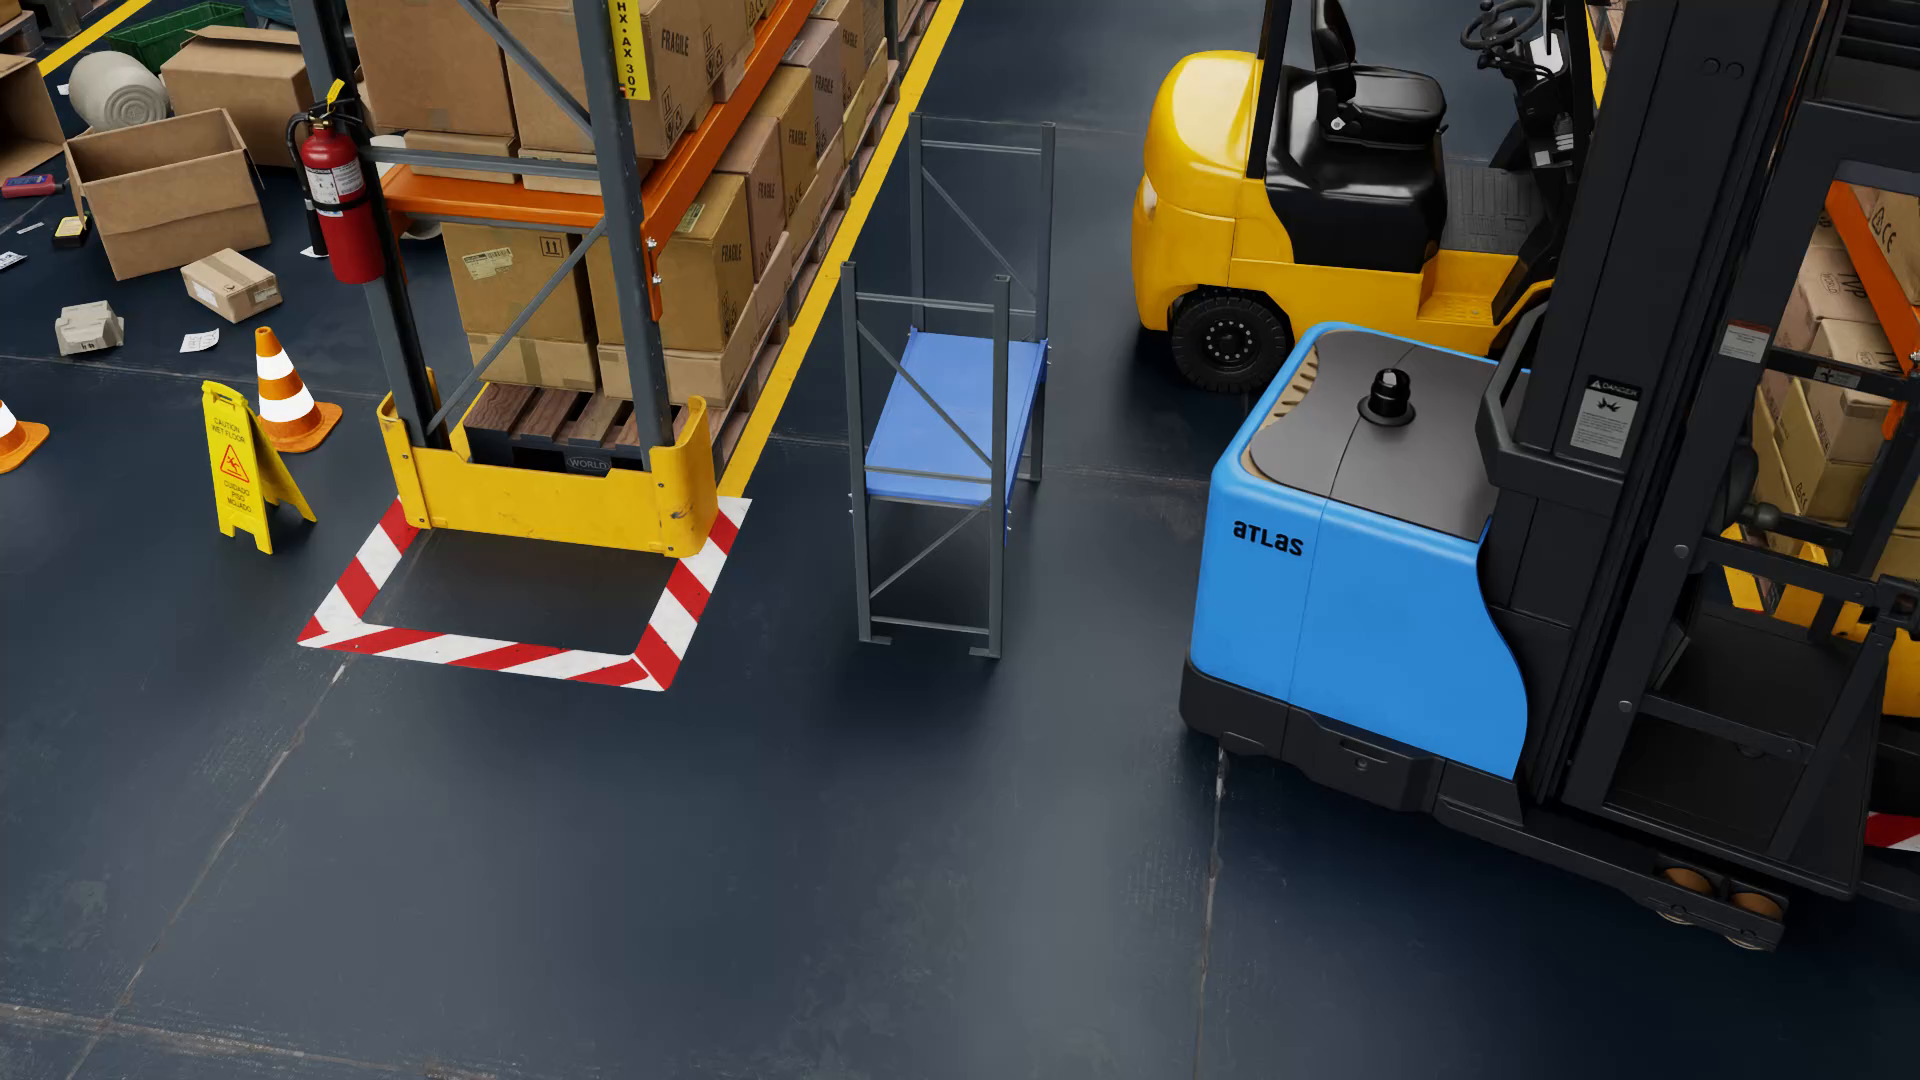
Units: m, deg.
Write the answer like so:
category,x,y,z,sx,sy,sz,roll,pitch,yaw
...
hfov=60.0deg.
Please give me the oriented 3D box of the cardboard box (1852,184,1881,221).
category,x,y,z,sx,sy,sz,roll,pitch,yaw
cardboard box,3.281,-1.363,5.467,0.500,0.500,0.500,8,40,9

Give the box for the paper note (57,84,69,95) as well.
category,x,y,z,sx,sy,sz,roll,pitch,yaw
paper note,-4.959,-2.534,9.291,0.147,0.020,0.142,-20,44,-23

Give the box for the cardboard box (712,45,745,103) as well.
category,x,y,z,sx,sy,sz,roll,pitch,yaw
cardboard box,-1.027,-1.773,6.237,0.380,0.149,0.250,7,40,8

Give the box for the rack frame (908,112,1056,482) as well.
category,x,y,z,sx,sy,sz,roll,pitch,yaw
rack frame,0.073,-0.844,6.093,0.500,1.500,0.032,6,40,8

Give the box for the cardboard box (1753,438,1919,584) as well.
category,x,y,z,sx,sy,sz,roll,pitch,yaw
cardboard box,3.125,-0.094,5.838,0.500,0.250,0.500,7,40,8

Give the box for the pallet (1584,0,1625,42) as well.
category,x,y,z,sx,sy,sz,roll,pitch,yaw
pallet,4.345,-3.333,10.115,1.003,0.211,1.213,6,40,8

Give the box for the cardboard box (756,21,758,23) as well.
category,x,y,z,sx,sy,sz,roll,pitch,yaw
cardboard box,-1.029,-2.111,6.647,0.380,0.149,0.250,8,40,9

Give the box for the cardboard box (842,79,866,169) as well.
category,x,y,z,sx,sy,sz,roll,pitch,yaw
cardboard box,-0.762,-2.084,8.245,0.500,0.250,0.500,5,40,6

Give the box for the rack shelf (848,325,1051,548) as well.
category,x,y,z,sx,sy,sz,roll,pitch,yaw
rack shelf,-0.015,-0.386,5.822,0.538,0.185,1.000,6,40,8

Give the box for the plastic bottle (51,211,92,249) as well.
category,x,y,z,sx,sy,sz,roll,pitch,yaw
plastic bottle,-4.276,-1.503,8.020,0.133,0.061,0.283,-6,40,-8

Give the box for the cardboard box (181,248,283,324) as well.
category,x,y,z,sx,sy,sz,roll,pitch,yaw
cardboard box,-3.297,-1.154,7.529,0.380,0.149,0.250,28,47,30

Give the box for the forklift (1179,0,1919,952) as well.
category,x,y,z,sx,sy,sz,roll,pitch,yaw
forklift,2.267,-0.335,4.355,3.031,2.935,1.130,18,43,21

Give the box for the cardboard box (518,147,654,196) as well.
category,x,y,z,sx,sy,sz,roll,pitch,yaw
cardboard box,-1.272,-1.301,5.667,0.380,0.149,0.250,7,40,8

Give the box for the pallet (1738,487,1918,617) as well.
category,x,y,z,sx,sy,sz,roll,pitch,yaw
pallet,3.446,-0.072,6.172,1.003,0.211,1.213,6,40,8

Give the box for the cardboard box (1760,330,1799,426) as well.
category,x,y,z,sx,sy,sz,roll,pitch,yaw
cardboard box,3.229,-0.611,6.071,0.500,0.250,0.500,6,40,7

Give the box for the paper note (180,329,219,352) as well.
category,x,y,z,sx,sy,sz,roll,pitch,yaw
paper note,-3.331,-0.876,7.286,0.148,0.019,0.142,-6,40,-8

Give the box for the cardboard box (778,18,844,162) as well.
category,x,y,z,sx,sy,sz,roll,pitch,yaw
cardboard box,-0.854,-2.068,7.638,0.500,0.500,0.500,8,40,10

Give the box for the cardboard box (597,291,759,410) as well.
category,x,y,z,sx,sy,sz,roll,pitch,yaw
cardboard box,-1.122,-0.785,6.674,0.500,0.250,0.500,6,40,7

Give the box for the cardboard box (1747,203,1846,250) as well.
category,x,y,z,sx,sy,sz,roll,pitch,yaw
cardboard box,3.288,-1.112,6.285,0.500,0.250,0.500,7,40,8

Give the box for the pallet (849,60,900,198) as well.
category,x,y,z,sx,sy,sz,roll,pitch,yaw
pallet,-0.923,-2.218,8.767,1.003,0.211,1.213,6,40,8

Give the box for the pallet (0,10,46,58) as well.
category,x,y,z,sx,sy,sz,roll,pitch,yaw
pallet,-5.943,-2.657,9.298,1.003,0.211,1.213,6,40,8

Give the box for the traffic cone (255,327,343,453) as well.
category,x,y,z,sx,sy,sz,roll,pitch,yaw
traffic cone,-2.730,-0.642,6.663,0.336,0.463,0.334,6,40,8

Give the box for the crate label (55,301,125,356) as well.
category,x,y,z,sx,sy,sz,roll,pitch,yaw
crate label,-3.807,-0.926,7.262,0.250,0.136,0.298,-13,41,-15

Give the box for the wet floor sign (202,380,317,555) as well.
category,x,y,z,sx,sy,sz,roll,pitch,yaw
wet floor sign,-2.621,-0.299,6.105,0.267,0.644,0.232,20,44,23

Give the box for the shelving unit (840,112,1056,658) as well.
category,x,y,z,sx,sy,sz,roll,pitch,yaw
shelving unit,-0.015,-0.524,5.707,0.538,1.500,1.048,6,40,8

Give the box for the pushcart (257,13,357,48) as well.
category,x,y,z,sx,sy,sz,roll,pitch,yaw
pushcart,-3.096,-2.927,9.494,1.648,0.377,0.936,-6,40,-8

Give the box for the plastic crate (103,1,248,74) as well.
category,x,y,z,sx,sy,sz,roll,pitch,yaw
plastic crate,-4.475,-2.885,9.547,0.450,0.188,0.662,20,43,37

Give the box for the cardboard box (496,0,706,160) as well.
category,x,y,z,sx,sy,sz,roll,pitch,yaw
cardboard box,-1.179,-1.627,5.552,0.500,0.500,0.500,6,40,7

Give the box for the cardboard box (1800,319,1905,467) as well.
category,x,y,z,sx,sy,sz,roll,pitch,yaw
cardboard box,3.128,-0.473,5.512,0.500,0.250,0.500,8,40,9

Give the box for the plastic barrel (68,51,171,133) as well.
category,x,y,z,sx,sy,sz,roll,pitch,yaw
plastic barrel,-4.420,-2.326,8.731,0.421,0.421,0.512,-28,47,-30

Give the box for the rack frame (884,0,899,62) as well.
category,x,y,z,sx,sy,sz,roll,pitch,yaw
rack frame,-0.842,-3.718,8.393,1.000,3.000,0.127,6,40,8

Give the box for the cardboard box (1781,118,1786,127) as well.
category,x,y,z,sx,sy,sz,roll,pitch,yaw
cardboard box,3.481,-1.758,7.066,0.500,0.250,0.500,8,40,9

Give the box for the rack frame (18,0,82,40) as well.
category,x,y,z,sx,sy,sz,roll,pitch,yaw
rack frame,-5.735,-4.200,8.976,1.000,3.000,0.127,6,40,8

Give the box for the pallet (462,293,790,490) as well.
category,x,y,z,sx,sy,sz,roll,pitch,yaw
pallet,-1.346,-0.687,6.915,1.003,0.211,1.213,6,40,8

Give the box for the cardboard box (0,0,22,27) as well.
category,x,y,z,sx,sy,sz,roll,pitch,yaw
cardboard box,-5.913,-3.156,9.051,0.875,0.875,0.875,7,40,8

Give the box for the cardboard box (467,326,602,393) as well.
category,x,y,z,sx,sy,sz,roll,pitch,yaw
cardboard box,-1.655,-0.862,6.767,0.500,0.250,0.500,6,40,7

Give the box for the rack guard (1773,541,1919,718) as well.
category,x,y,z,sx,sy,sz,roll,pitch,yaw
rack guard,3.351,0.316,5.476,1.175,0.500,0.348,6,40,8

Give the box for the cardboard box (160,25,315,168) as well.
category,x,y,z,sx,sy,sz,roll,pitch,yaw
cardboard box,-3.570,-2.267,8.491,0.797,0.637,0.503,6,40,8

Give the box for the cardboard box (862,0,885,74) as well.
category,x,y,z,sx,sy,sz,roll,pitch,yaw
cardboard box,-0.680,-2.708,8.411,0.500,0.500,0.500,6,40,7

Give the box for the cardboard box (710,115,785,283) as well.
category,x,y,z,sx,sy,sz,roll,pitch,yaw
cardboard box,-1.033,-1.418,6.851,0.500,0.500,0.500,5,40,6

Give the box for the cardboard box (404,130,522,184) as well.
category,x,y,z,sx,sy,sz,roll,pitch,yaw
cardboard box,-1.680,-1.369,5.749,0.380,0.149,0.250,8,40,9

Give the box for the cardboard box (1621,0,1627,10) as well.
category,x,y,z,sx,sy,sz,roll,pitch,yaw
cardboard box,4.269,-3.234,9.342,0.875,0.625,0.625,6,40,7

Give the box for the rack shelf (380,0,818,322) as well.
category,x,y,z,sx,sy,sz,roll,pitch,yaw
rack shelf,-1.188,-2.185,7.104,1.077,0.370,4.000,6,40,8

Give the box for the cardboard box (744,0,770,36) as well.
category,x,y,z,sx,sy,sz,roll,pitch,yaw
cardboard box,-1.006,-2.273,6.333,0.500,0.500,0.500,6,40,7

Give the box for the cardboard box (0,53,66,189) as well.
category,x,y,z,sx,sy,sz,roll,pitch,yaw
cardboard box,-4.993,-2.150,8.457,0.500,0.500,0.500,13,41,15

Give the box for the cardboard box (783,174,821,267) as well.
category,x,y,z,sx,sy,sz,roll,pitch,yaw
cardboard box,-0.944,-1.449,7.477,0.500,0.250,0.500,9,40,11
